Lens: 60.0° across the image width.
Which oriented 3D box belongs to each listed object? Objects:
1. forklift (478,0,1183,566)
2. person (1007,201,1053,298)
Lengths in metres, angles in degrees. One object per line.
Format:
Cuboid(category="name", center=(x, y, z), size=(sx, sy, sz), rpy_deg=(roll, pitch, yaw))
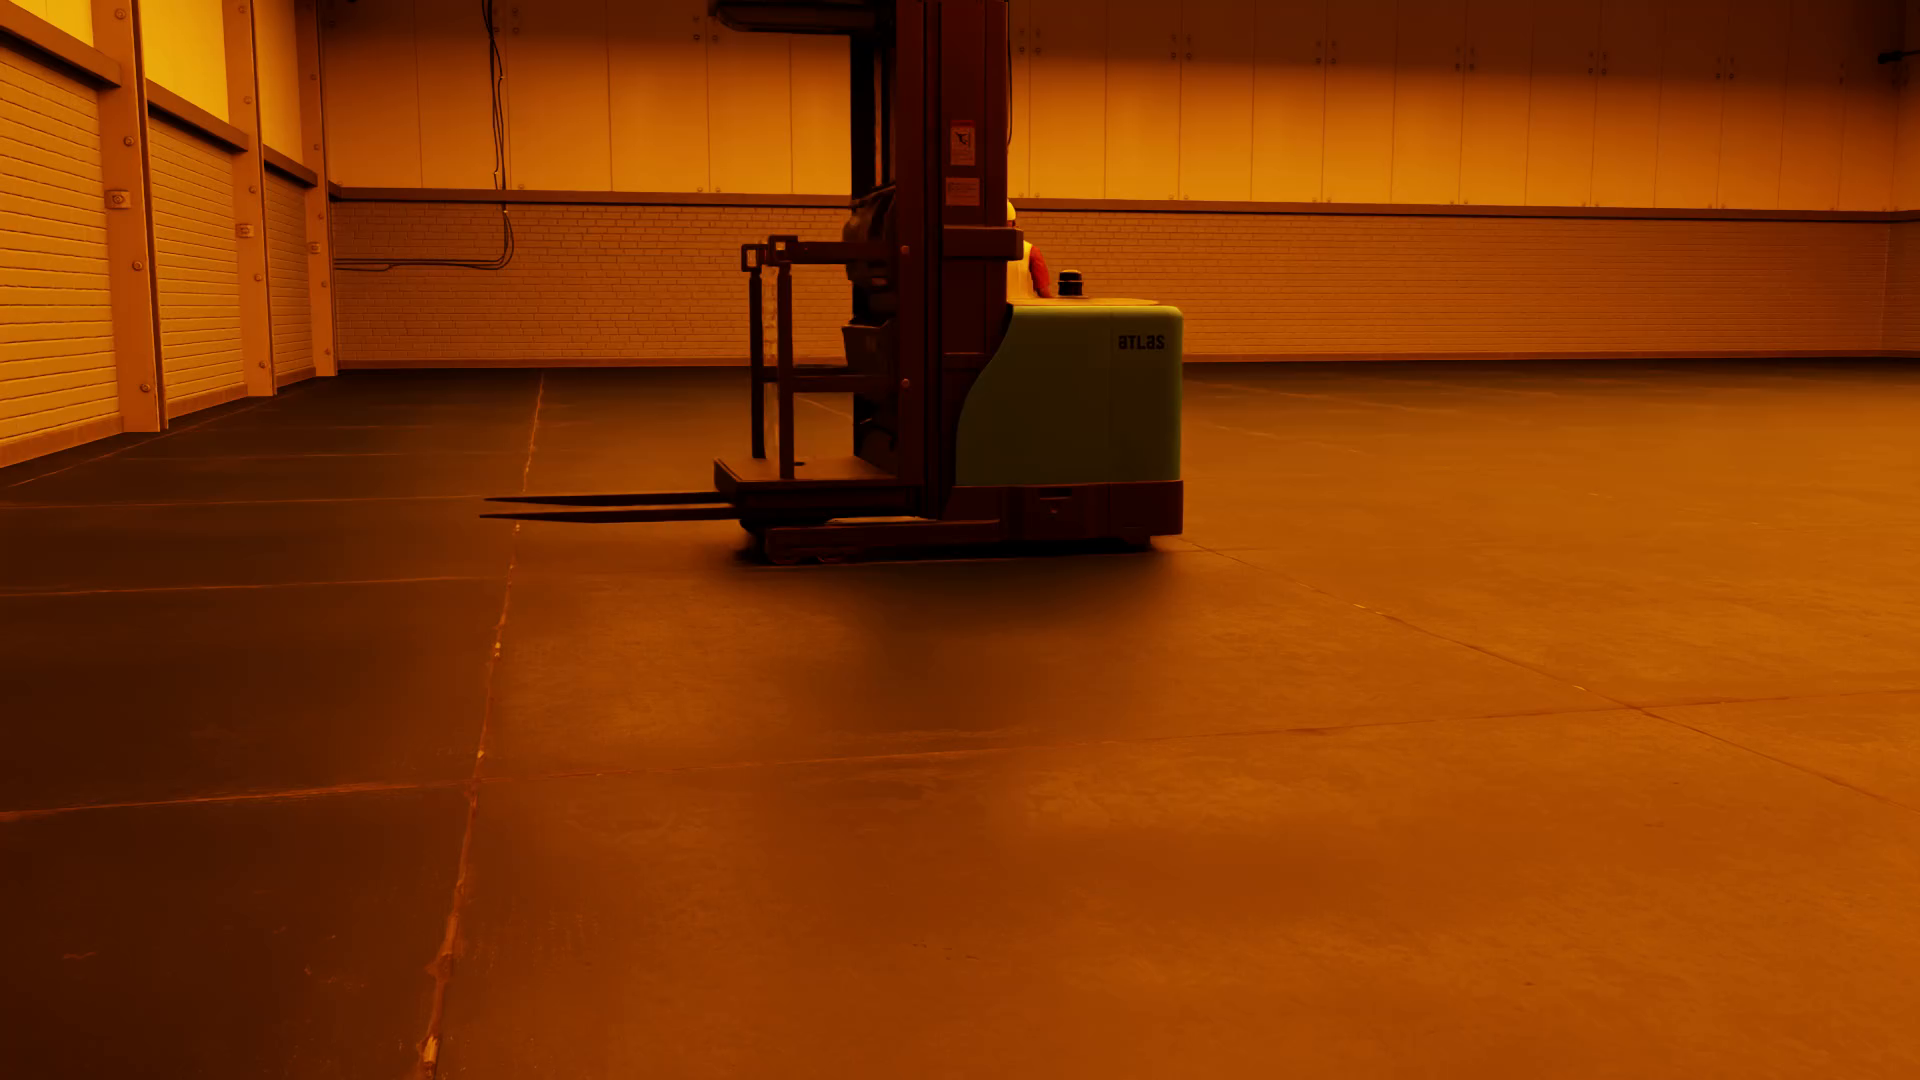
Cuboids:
Cuboid(category="forklift", center=(-0.581, -1.425, 7.313), size=(3.031, 2.935, 1.130), rpy_deg=(-2, 8, -14))
Cuboid(category="person", center=(0.304, -1.331, 10.871), size=(0.661, 1.777, 0.504), rpy_deg=(1, 8, 7))
